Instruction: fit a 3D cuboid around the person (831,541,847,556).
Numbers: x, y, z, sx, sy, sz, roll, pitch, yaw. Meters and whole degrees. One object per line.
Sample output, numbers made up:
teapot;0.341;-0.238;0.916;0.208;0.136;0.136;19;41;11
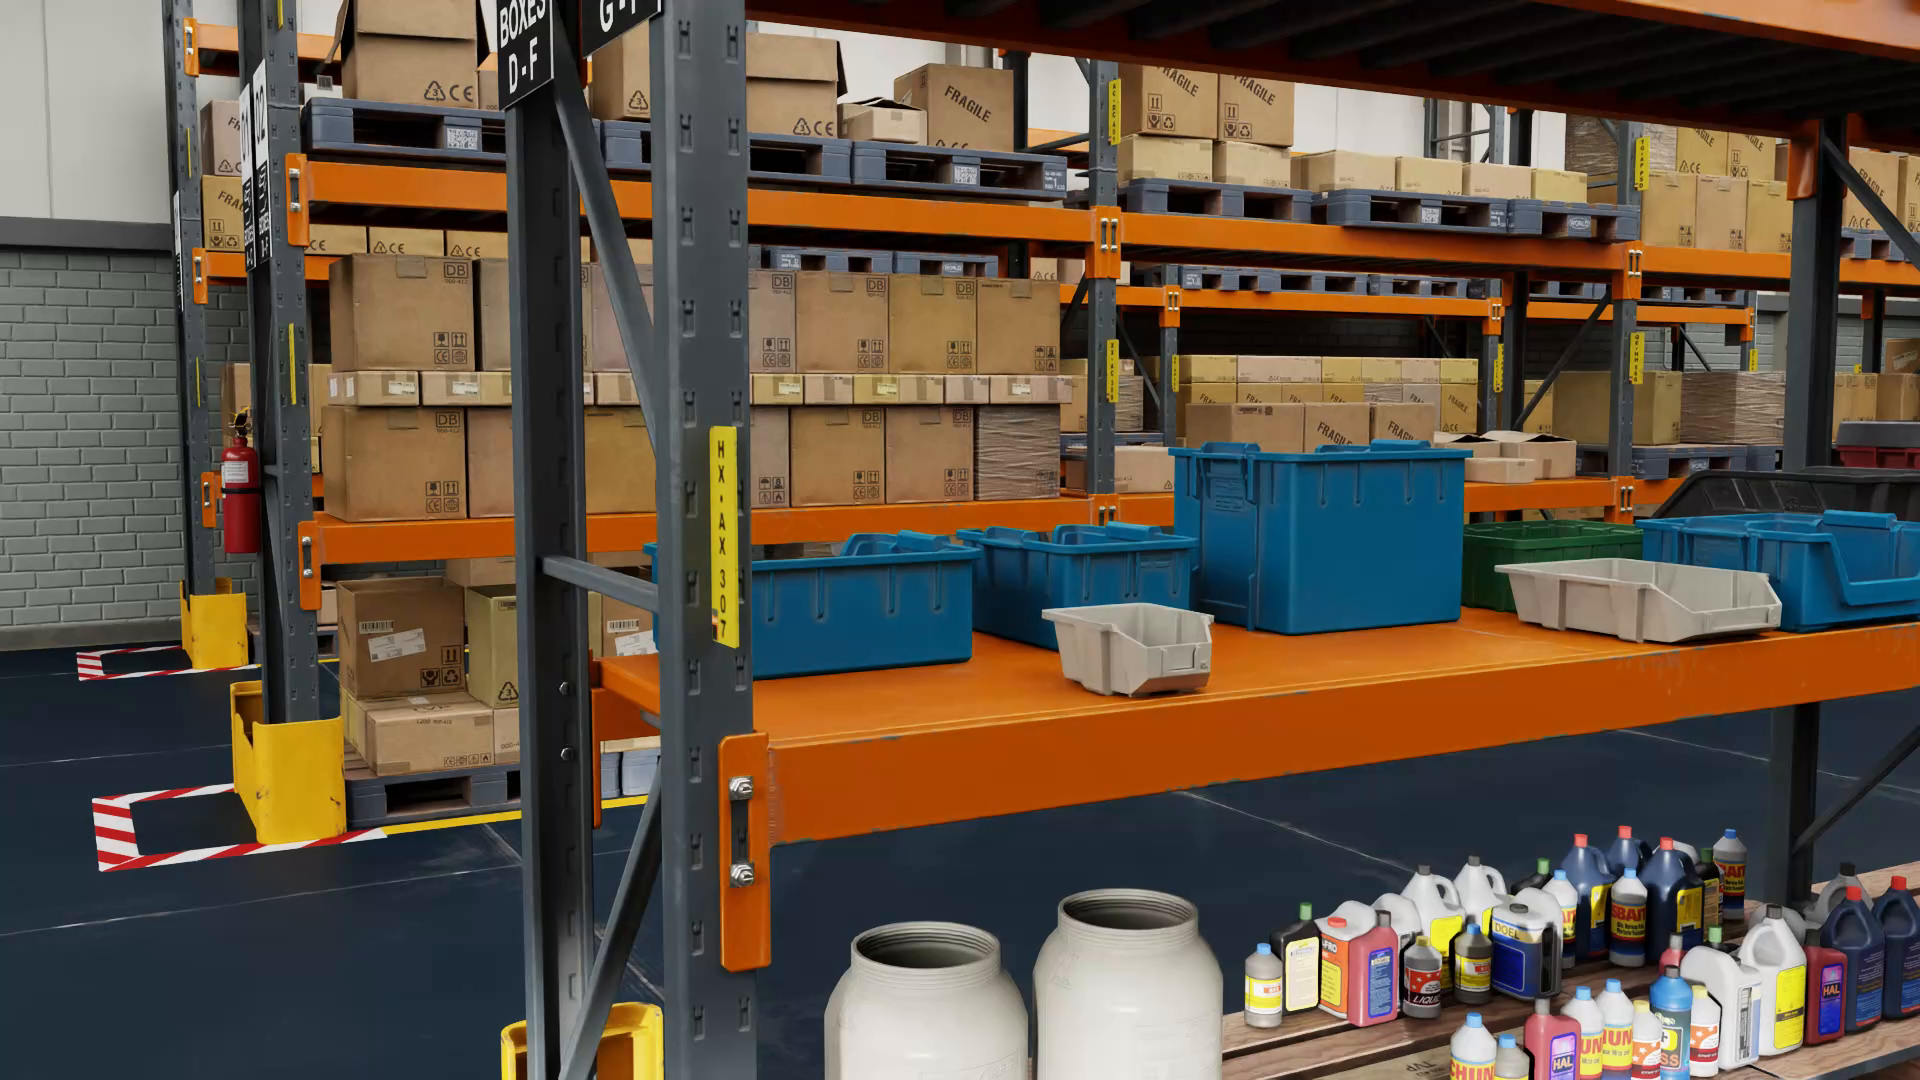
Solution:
person;-0.751;-0.099;11.923;0.461;1.769;0.557;3;6;30
